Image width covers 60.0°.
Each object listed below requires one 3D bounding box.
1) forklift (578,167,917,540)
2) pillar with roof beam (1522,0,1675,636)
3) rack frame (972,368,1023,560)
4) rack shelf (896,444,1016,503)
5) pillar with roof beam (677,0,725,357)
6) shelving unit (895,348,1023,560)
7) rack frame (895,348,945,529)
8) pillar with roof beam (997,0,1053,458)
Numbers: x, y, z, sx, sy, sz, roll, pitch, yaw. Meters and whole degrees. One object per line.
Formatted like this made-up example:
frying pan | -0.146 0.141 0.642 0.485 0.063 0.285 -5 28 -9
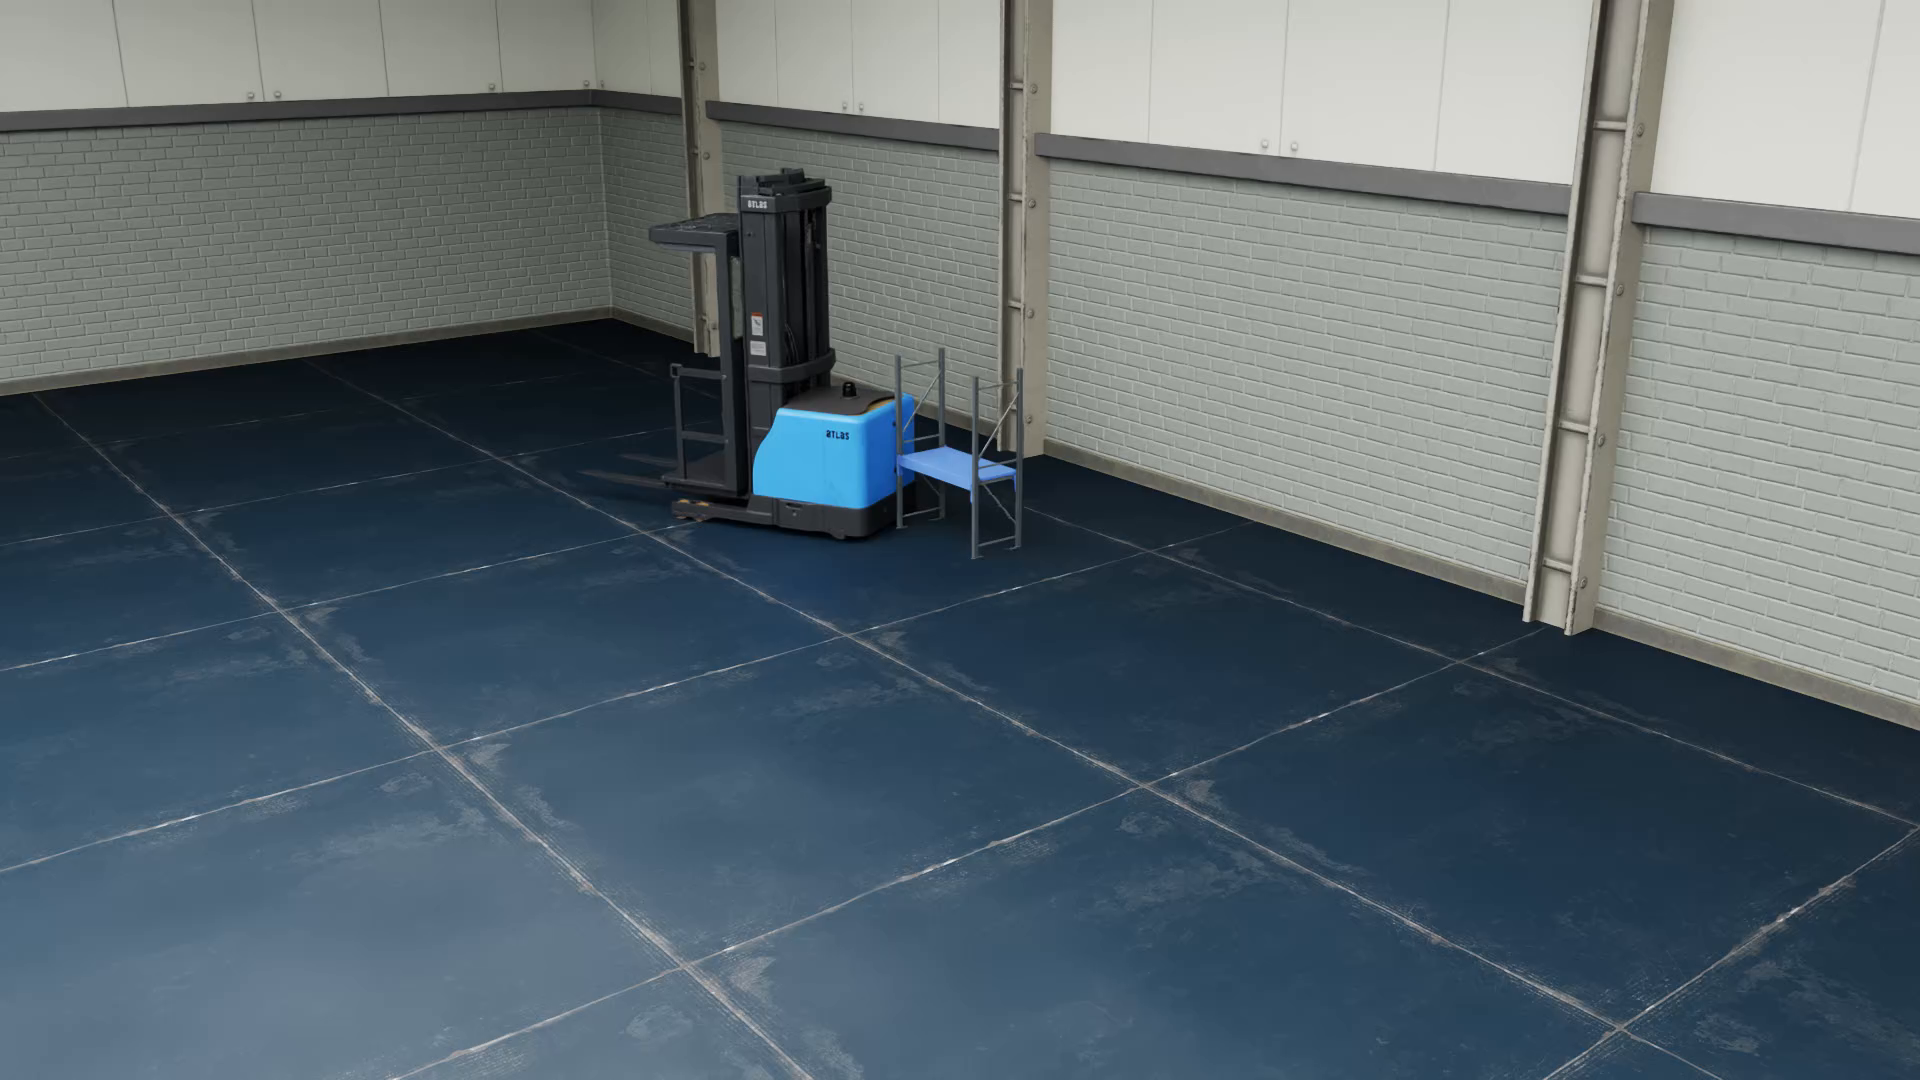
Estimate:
forklift | -1.938 -1.688 14.297 3.031 2.935 1.130 8 20 24
pillar with roof beam | 0.958 -2.829 8.092 9.100 9.000 0.400 -14 23 -36
rack frame | 0.299 -0.603 13.297 0.500 1.500 0.032 -14 23 -36
rack shelf | -0.017 -0.557 13.731 0.538 0.185 1.000 -14 23 -36
pillar with roof beam | -6.493 -5.786 17.022 9.100 9.000 0.400 -14 23 -36
shelving unit | -0.017 -0.728 13.675 0.538 1.500 1.048 -14 23 -36
rack frame | -0.332 -0.853 14.053 0.500 1.500 0.032 -14 23 -36
pillar with roof beam | -2.767 -4.308 12.557 9.100 9.000 0.400 -14 23 -36
